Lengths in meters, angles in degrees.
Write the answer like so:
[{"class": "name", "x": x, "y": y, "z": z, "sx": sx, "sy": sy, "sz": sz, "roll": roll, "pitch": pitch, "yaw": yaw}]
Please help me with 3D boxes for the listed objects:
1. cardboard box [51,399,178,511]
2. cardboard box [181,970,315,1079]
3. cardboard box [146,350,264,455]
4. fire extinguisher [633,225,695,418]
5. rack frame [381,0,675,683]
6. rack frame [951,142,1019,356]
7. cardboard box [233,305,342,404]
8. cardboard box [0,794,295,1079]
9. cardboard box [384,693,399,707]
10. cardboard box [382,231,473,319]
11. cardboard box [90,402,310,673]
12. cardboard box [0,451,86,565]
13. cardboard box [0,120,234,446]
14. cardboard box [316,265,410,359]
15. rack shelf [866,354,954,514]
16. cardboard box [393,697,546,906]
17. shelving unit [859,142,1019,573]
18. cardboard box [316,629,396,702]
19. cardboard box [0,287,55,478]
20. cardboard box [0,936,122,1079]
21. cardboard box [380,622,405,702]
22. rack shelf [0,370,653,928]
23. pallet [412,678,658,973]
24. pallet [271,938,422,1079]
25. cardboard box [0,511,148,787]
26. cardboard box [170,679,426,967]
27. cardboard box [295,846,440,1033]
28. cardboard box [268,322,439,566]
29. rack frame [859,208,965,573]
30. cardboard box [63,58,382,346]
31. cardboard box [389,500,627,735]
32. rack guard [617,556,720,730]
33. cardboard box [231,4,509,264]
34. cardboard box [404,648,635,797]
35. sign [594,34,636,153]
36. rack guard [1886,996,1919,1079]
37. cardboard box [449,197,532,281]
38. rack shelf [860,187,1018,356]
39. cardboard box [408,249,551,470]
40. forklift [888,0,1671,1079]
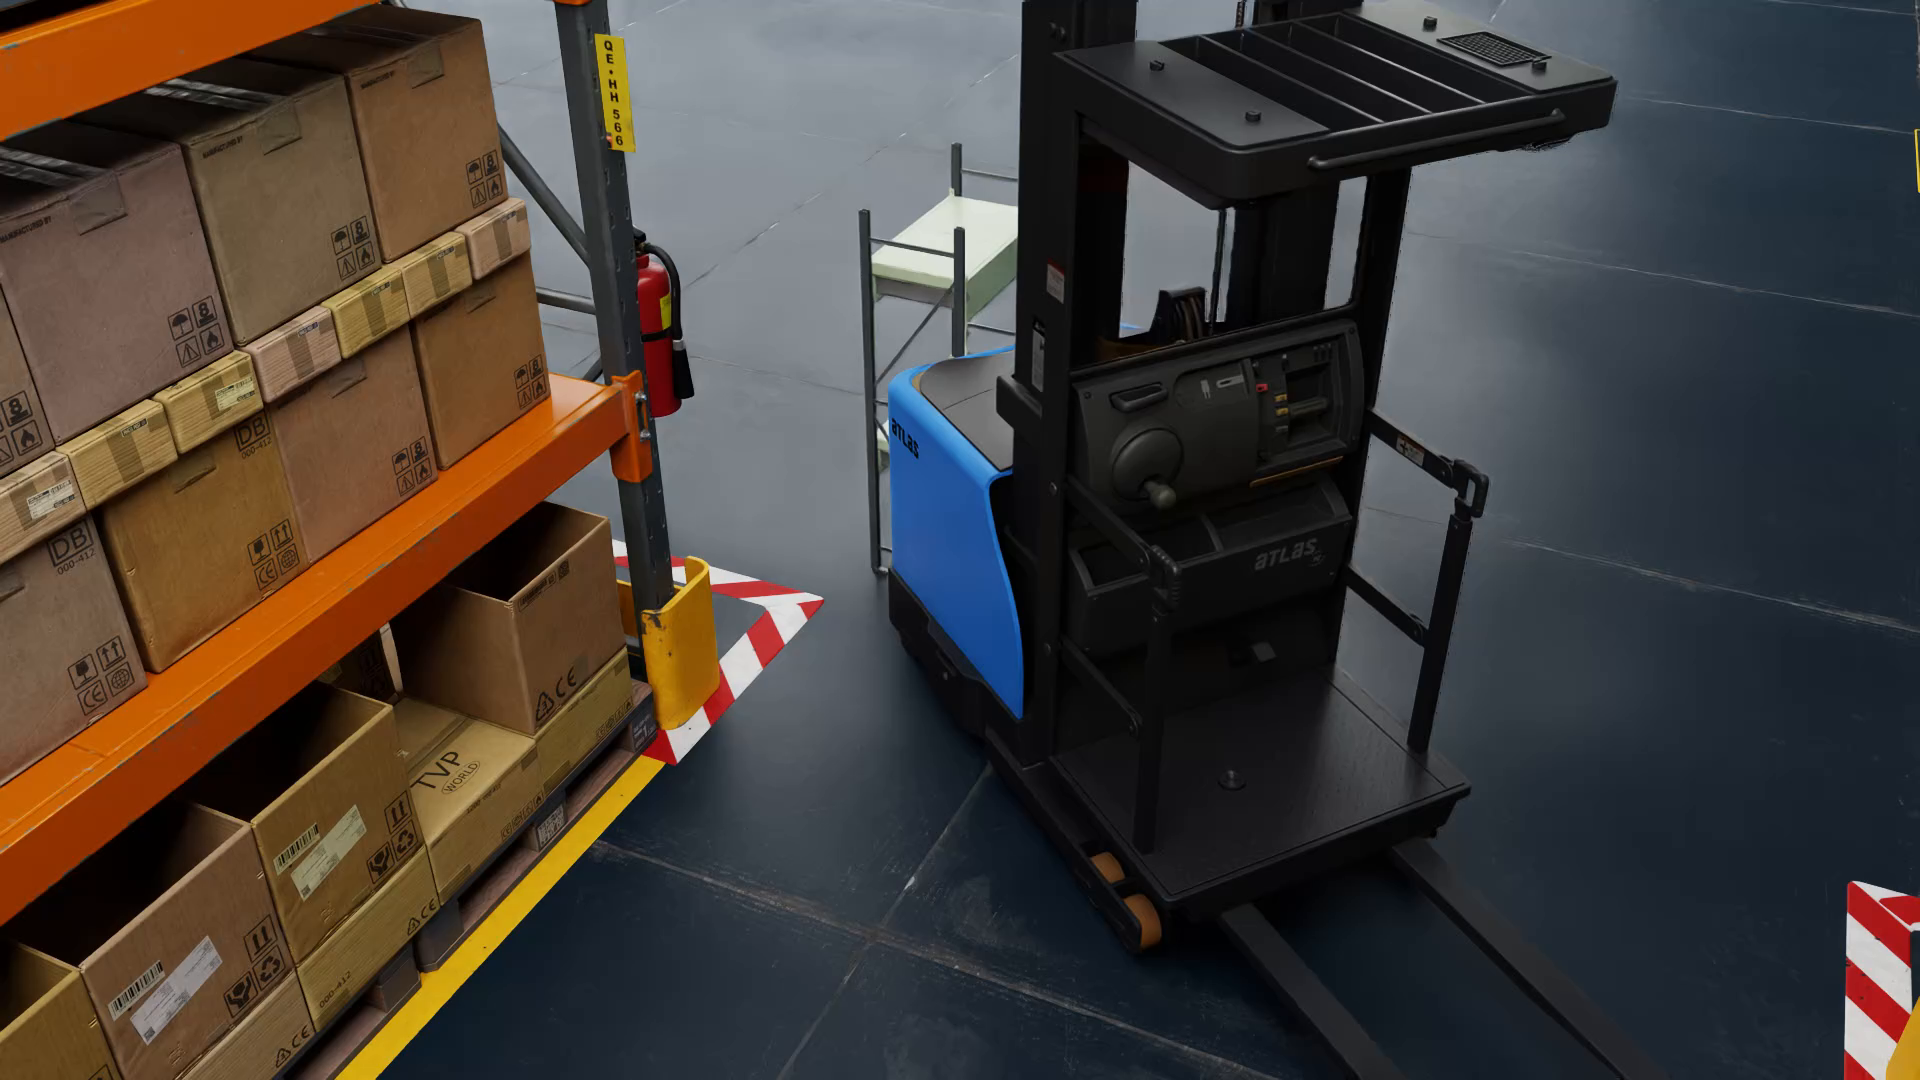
[{"class": "cardboard box", "x": -1.978, "y": -0.226, "z": 3.677, "sx": 0.380, "sy": 0.149, "sz": 0.250, "roll": 15, "pitch": 36, "yaw": 22}, {"class": "cardboard box", "x": -2.024, "y": 1.266, "z": 4.208, "sx": 0.500, "sy": 0.250, "sz": 0.500, "roll": 14, "pitch": 36, "yaw": 20}, {"class": "cardboard box", "x": -1.870, "y": -0.358, "z": 3.878, "sx": 0.380, "sy": 0.149, "sz": 0.250, "roll": 15, "pitch": 36, "yaw": 22}, {"class": "fire extinguisher", "x": -0.980, "y": -0.712, "z": 5.172, "sx": 0.296, "sy": 0.674, "sz": 0.183, "roll": 14, "pitch": 36, "yaw": 20}, {"class": "rack frame", "x": -1.451, "y": -0.793, "z": 5.223, "sx": 1.000, "sy": 3.000, "sz": 0.127, "roll": 14, "pitch": 36, "yaw": 20}, {"class": "rack frame", "x": 0.152, "y": -0.832, "z": 6.652, "sx": 0.400, "sy": 1.500, "sz": 0.023, "roll": 15, "pitch": 36, "yaw": 21}, {"class": "cardboard box", "x": -1.760, "y": -0.489, "z": 4.077, "sx": 0.380, "sy": 0.149, "sz": 0.250, "roll": 15, "pitch": 36, "yaw": 21}, {"class": "cardboard box", "x": -2.020, "y": 0.954, "z": 4.001, "sx": 0.500, "sy": 0.500, "sz": 0.500, "roll": 14, "pitch": 36, "yaw": 20}, {"class": "cardboard box", "x": -2.083, "y": 0.648, "z": 5.151, "sx": 0.500, "sy": 0.250, "sz": 0.500, "roll": 14, "pitch": 36, "yaw": 20}, {"class": "cardboard box", "x": -1.546, "y": -0.741, "z": 4.462, "sx": 0.380, "sy": 0.149, "sz": 0.250, "roll": 15, "pitch": 36, "yaw": 22}, {"class": "cardboard box", "x": -2.086, "y": -0.096, "z": 4.070, "sx": 0.700, "sy": 0.500, "sz": 0.500, "roll": 14, "pitch": 36, "yaw": 21}, {"class": "cardboard box", "x": -2.085, "y": -0.099, "z": 3.482, "sx": 0.380, "sy": 0.149, "sz": 0.250, "roll": 14, "pitch": 36, "yaw": 20}, {"class": "cardboard box", "x": -2.105, "y": -0.607, "z": 3.665, "sx": 0.700, "sy": 0.500, "sz": 0.500, "roll": 14, "pitch": 36, "yaw": 21}, {"class": "cardboard box", "x": -1.653, "y": -0.614, "z": 4.267, "sx": 0.380, "sy": 0.149, "sz": 0.250, "roll": 14, "pitch": 36, "yaw": 20}, {"class": "rack shelf", "x": -0.007, "y": -0.379, "z": 6.555, "sx": 0.431, "sy": 0.370, "sz": 0.720, "roll": 15, "pitch": 36, "yaw": 21}, {"class": "cardboard box", "x": -1.605, "y": 0.768, "z": 4.967, "sx": 0.500, "sy": 0.250, "sz": 0.500, "roll": 14, "pitch": 36, "yaw": 20}, {"class": "shelving unit", "x": -0.007, "y": -0.652, "z": 6.376, "sx": 0.431, "sy": 1.500, "sz": 0.755, "roll": 15, "pitch": 36, "yaw": 21}, {"class": "cardboard box", "x": -2.085, "y": 0.334, "z": 4.946, "sx": 0.500, "sy": 0.500, "sz": 0.500, "roll": 14, "pitch": 36, "yaw": 20}, {"class": "cardboard box", "x": -2.315, "y": -0.357, "z": 3.285, "sx": 0.700, "sy": 0.500, "sz": 0.500, "roll": 14, "pitch": 36, "yaw": 21}, {"class": "cardboard box", "x": -2.228, "y": 1.203, "z": 3.620, "sx": 0.500, "sy": 0.500, "sz": 0.500, "roll": 14, "pitch": 36, "yaw": 20}, {"class": "cardboard box", "x": -1.877, "y": 0.398, "z": 5.532, "sx": 0.500, "sy": 0.250, "sz": 0.500, "roll": 14, "pitch": 36, "yaw": 20}, {"class": "rack shelf", "x": -2.288, "y": 0.504, "z": 3.901, "sx": 1.077, "sy": 0.370, "sz": 4.000, "roll": 14, "pitch": 36, "yaw": 20}, {"class": "pallet", "x": -1.733, "y": 0.764, "z": 5.392, "sx": 1.003, "sy": 0.211, "sz": 1.213, "roll": 14, "pitch": 36, "yaw": 20}, {"class": "pallet", "x": -2.245, "y": 1.369, "z": 4.469, "sx": 1.003, "sy": 0.211, "sz": 1.213, "roll": 14, "pitch": 36, "yaw": 20}, {"class": "cardboard box", "x": -2.303, "y": 0.167, "z": 3.669, "sx": 0.700, "sy": 0.500, "sz": 0.500, "roll": 15, "pitch": 36, "yaw": 22}, {"class": "cardboard box", "x": -1.810, "y": 0.705, "z": 4.380, "sx": 0.500, "sy": 0.500, "sz": 0.500, "roll": 14, "pitch": 36, "yaw": 20}, {"class": "cardboard box", "x": -1.813, "y": 1.018, "z": 4.587, "sx": 0.500, "sy": 0.250, "sz": 0.500, "roll": 14, "pitch": 36, "yaw": 20}, {"class": "cardboard box", "x": -1.873, "y": -0.342, "z": 4.445, "sx": 0.700, "sy": 0.500, "sz": 0.500, "roll": 15, "pitch": 36, "yaw": 22}, {"class": "rack frame", "x": -0.166, "y": -0.471, "z": 6.100, "sx": 0.400, "sy": 1.500, "sz": 0.023, "roll": 15, "pitch": 36, "yaw": 21}, {"class": "cardboard box", "x": -1.895, "y": -0.858, "z": 4.048, "sx": 0.700, "sy": 0.500, "sz": 0.500, "roll": 13, "pitch": 36, "yaw": 19}, {"class": "cardboard box", "x": -1.405, "y": 0.203, "z": 5.145, "sx": 0.500, "sy": 0.500, "sz": 0.500, "roll": 14, "pitch": 36, "yaw": 20}, {"class": "rack guard", "x": -1.441, "y": 0.241, "z": 5.927, "sx": 1.175, "sy": 0.500, "sz": 0.348, "roll": 14, "pitch": 36, "yaw": 20}, {"class": "cardboard box", "x": -1.680, "y": -1.121, "z": 4.450, "sx": 0.700, "sy": 0.500, "sz": 0.500, "roll": 14, "pitch": 36, "yaw": 21}, {"class": "cardboard box", "x": -1.407, "y": 0.517, "z": 5.351, "sx": 0.500, "sy": 0.250, "sz": 0.500, "roll": 14, "pitch": 36, "yaw": 20}, {"class": "sign", "x": -0.964, "y": -1.244, "z": 4.640, "sx": 0.100, "sy": 0.325, "sz": 0.005, "roll": 14, "pitch": 36, "yaw": 20}, {"class": "rack guard", "x": 3.018, "y": 1.425, "z": 4.121, "sx": 1.175, "sy": 0.500, "sz": 0.348, "roll": 14, "pitch": 36, "yaw": 20}, {"class": "cardboard box", "x": -1.438, "y": -0.872, "z": 4.661, "sx": 0.380, "sy": 0.149, "sz": 0.250, "roll": 14, "pitch": 36, "yaw": 20}, {"class": "rack shelf", "x": -0.007, "y": -0.978, "z": 6.162, "sx": 0.431, "sy": 0.370, "sz": 0.720, "roll": 15, "pitch": 36, "yaw": 21}, {"class": "cardboard box", "x": -1.658, "y": -0.605, "z": 4.846, "sx": 0.700, "sy": 0.500, "sz": 0.500, "roll": 14, "pitch": 36, "yaw": 20}, {"class": "forklift", "x": 0.845, "y": -0.294, "z": 4.526, "sx": 1.130, "sy": 2.935, "sz": 3.031, "roll": -15, "pitch": 36, "yaw": -22}]
